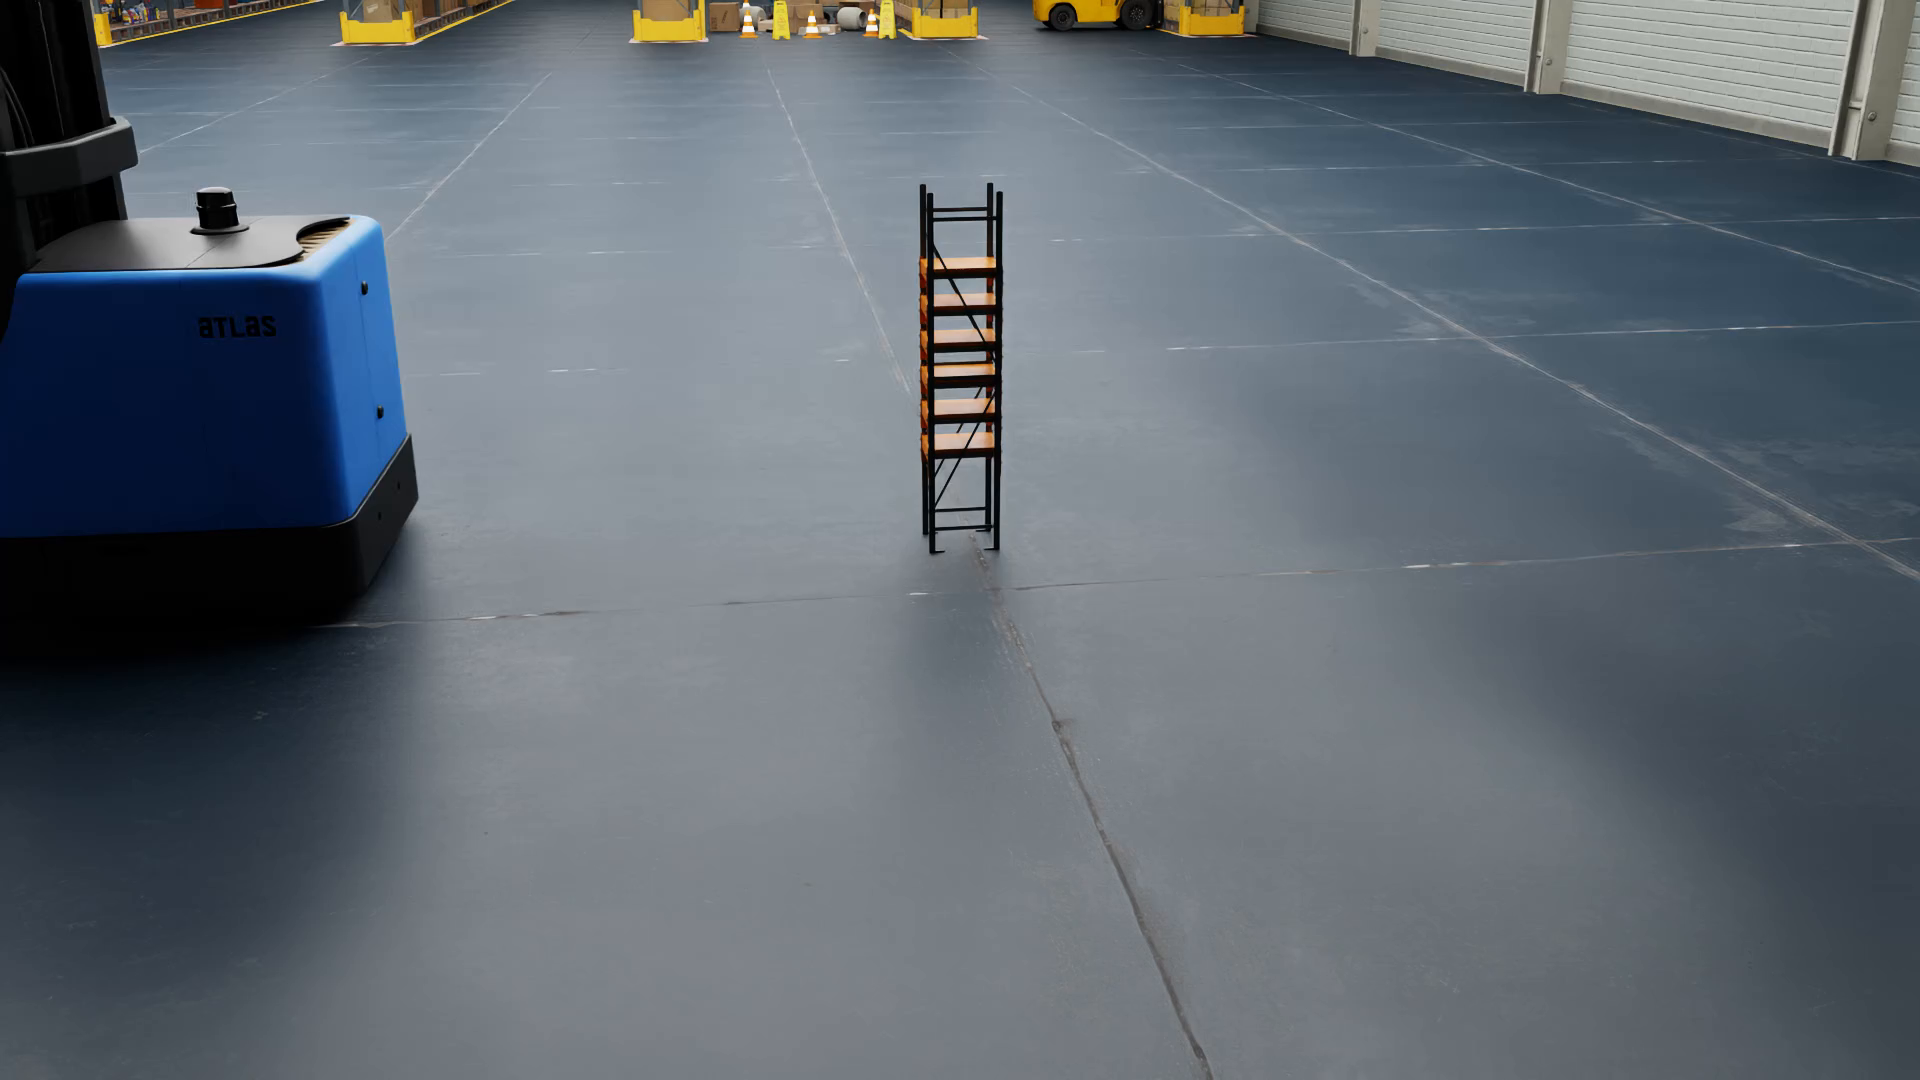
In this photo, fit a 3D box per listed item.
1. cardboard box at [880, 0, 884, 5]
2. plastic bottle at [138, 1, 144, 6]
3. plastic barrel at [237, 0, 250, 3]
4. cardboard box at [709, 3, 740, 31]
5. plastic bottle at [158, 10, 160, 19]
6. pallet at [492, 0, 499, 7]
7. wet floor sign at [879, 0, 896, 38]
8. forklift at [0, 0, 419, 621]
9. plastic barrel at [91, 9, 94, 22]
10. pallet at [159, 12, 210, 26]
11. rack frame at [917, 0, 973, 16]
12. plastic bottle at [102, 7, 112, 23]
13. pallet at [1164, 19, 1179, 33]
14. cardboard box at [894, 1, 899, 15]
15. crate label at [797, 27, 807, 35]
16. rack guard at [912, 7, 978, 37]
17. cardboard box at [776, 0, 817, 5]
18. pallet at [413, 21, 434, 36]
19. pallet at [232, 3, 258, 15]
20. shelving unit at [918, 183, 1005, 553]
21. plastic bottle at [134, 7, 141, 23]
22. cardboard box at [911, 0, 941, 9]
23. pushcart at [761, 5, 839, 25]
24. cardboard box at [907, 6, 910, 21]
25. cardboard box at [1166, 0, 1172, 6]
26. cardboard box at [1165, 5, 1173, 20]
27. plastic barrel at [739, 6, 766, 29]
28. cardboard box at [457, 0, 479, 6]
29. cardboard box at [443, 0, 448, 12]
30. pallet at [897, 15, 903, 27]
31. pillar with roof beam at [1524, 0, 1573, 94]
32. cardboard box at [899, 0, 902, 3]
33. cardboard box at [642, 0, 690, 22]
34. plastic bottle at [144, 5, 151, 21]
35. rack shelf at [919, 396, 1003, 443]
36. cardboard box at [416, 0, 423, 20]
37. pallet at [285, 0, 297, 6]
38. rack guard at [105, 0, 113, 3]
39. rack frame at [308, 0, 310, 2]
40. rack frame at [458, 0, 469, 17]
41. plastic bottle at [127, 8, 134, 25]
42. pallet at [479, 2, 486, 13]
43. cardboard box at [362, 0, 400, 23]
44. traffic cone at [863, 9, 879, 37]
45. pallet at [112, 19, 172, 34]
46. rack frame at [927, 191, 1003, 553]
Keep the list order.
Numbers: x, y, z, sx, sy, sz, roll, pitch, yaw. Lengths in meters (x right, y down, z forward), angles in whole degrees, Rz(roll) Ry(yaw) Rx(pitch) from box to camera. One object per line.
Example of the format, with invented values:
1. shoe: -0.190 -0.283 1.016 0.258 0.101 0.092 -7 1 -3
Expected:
1. cardboard box: -1.231 -11.812 36.211 0.950 0.372 0.625 -3 21 -9
2. plastic bottle: -15.312 -9.913 31.127 0.144 0.351 0.185 -3 21 -8
3. plastic barrel: -16.537 -12.713 37.865 0.600 0.901 0.708 -3 21 -8
4. cardboard box: -4.484 -9.973 31.699 0.500 0.500 0.500 1 20 2
5. plastic bottle: -15.187 -9.949 31.436 0.097 0.201 0.097 0 20 0
6. pallet: -11.832 -13.144 40.606 1.003 0.211 1.213 -3 21 -8
7. wet floor sign: -1.295 -9.305 29.708 0.267 0.644 0.232 4 21 11
8. forklift: -3.376 -1.241 4.851 3.031 2.935 1.130 -2 21 -6
9. plastic barrel: -15.142 -9.034 28.571 0.421 0.512 0.421 0 20 0
10. pallet: -15.878 -10.550 33.662 1.003 0.211 1.213 -3 21 -8
11. rack frame: -0.263 -10.528 29.617 1.000 3.000 0.127 -3 21 -8
12. plastic bottle: -15.610 -9.597 30.387 0.152 0.276 0.135 -3 21 -8
13. pallet: 4.496 -9.736 31.482 1.003 0.211 1.213 -3 21 -8
14. cardboard box: -1.022 -10.604 33.149 0.500 0.250 0.500 -4 21 -10
15. crate label: -2.826 -9.366 30.598 0.250 0.136 0.298 -15 25 -35
16. rack guard: -0.274 -9.383 30.125 1.175 0.500 0.348 -3 21 -8
17. cardboard box: -3.165 -10.226 32.182 0.797 0.637 0.503 -3 21 -8
18. pallet: -10.335 -9.453 30.723 1.003 0.211 1.213 -3 21 -8
19. pallet: -16.452 -11.934 37.368 1.003 0.211 1.213 -3 21 -8
20. shelving unit: 0.002 -0.557 5.493 0.258 1.200 0.189 -3 21 -8
21. plastic bottle: -15.017 -9.573 30.331 0.097 0.271 0.097 0 20 0
22. cardboard box: -0.637 -10.052 30.601 0.500 0.500 0.500 -3 21 -7
23. pushcart: -3.089 -10.552 33.430 1.648 0.377 0.936 -11 23 -26
24. cardboard box: -0.713 -9.883 31.219 0.500 0.250 0.500 -3 21 -8
25. cardboard box: 4.207 -10.249 31.486 0.500 0.250 0.500 -3 21 -8
26. cardboard box: 4.205 -10.008 31.553 0.500 0.250 0.500 -3 21 -8
27. plastic barrel: -4.042 -10.106 32.169 0.512 0.421 0.421 12 24 30
28. cardboard box: -11.302 -12.239 36.636 1.225 0.875 0.875 -4 21 -10
29. cardboard box: -10.845 -11.022 33.883 0.700 0.500 0.500 -5 21 -12
30. pallet: -0.708 -10.376 33.195 1.003 0.211 1.213 -3 21 -8
31. pillar with roof beam: 2.909 -9.505 18.303 9.100 9.000 0.400 -3 21 -8
32. cardboard box: -0.933 -10.770 32.523 0.500 0.500 0.500 -2 21 -6
33. cardboard box: -5.310 -9.676 29.773 0.875 0.875 0.875 -3 21 -7
34. plastic bottle: -15.077 -9.768 30.835 0.061 0.283 0.133 -2 21 -4
35. rack shelf: 0.002 -0.403 5.550 0.258 0.103 0.180 -3 21 -8
36. cardboard box: -10.538 -10.100 31.444 0.500 0.500 0.500 4 21 9
37. pallet: -17.024 -13.303 41.032 1.003 0.211 1.213 -3 21 -8
38. rack guard: -22.169 -13.872 42.143 1.175 0.500 0.348 -3 21 -8
39. rack frame: -17.277 -15.318 42.442 1.000 3.000 0.127 -3 21 -8
40. rack frame: -11.223 -12.798 35.695 1.000 3.000 0.127 -3 21 -8
41. plastic bottle: -14.939 -9.435 29.943 0.061 0.283 0.133 -3 21 -7
42. pallet: -11.435 -12.190 38.052 1.003 0.211 1.213 -3 21 -8
43. cardboard box: -10.143 -9.271 29.224 0.500 0.500 0.500 1 20 2
44. traffic cone: -1.602 -9.423 30.285 0.336 0.463 0.334 -3 21 -8
45. pallet: -15.492 -9.622 31.178 1.003 0.211 1.213 -3 21 -8
46. rack frame: 0.015 -0.525 5.408 0.240 1.200 0.006 -3 21 -8
